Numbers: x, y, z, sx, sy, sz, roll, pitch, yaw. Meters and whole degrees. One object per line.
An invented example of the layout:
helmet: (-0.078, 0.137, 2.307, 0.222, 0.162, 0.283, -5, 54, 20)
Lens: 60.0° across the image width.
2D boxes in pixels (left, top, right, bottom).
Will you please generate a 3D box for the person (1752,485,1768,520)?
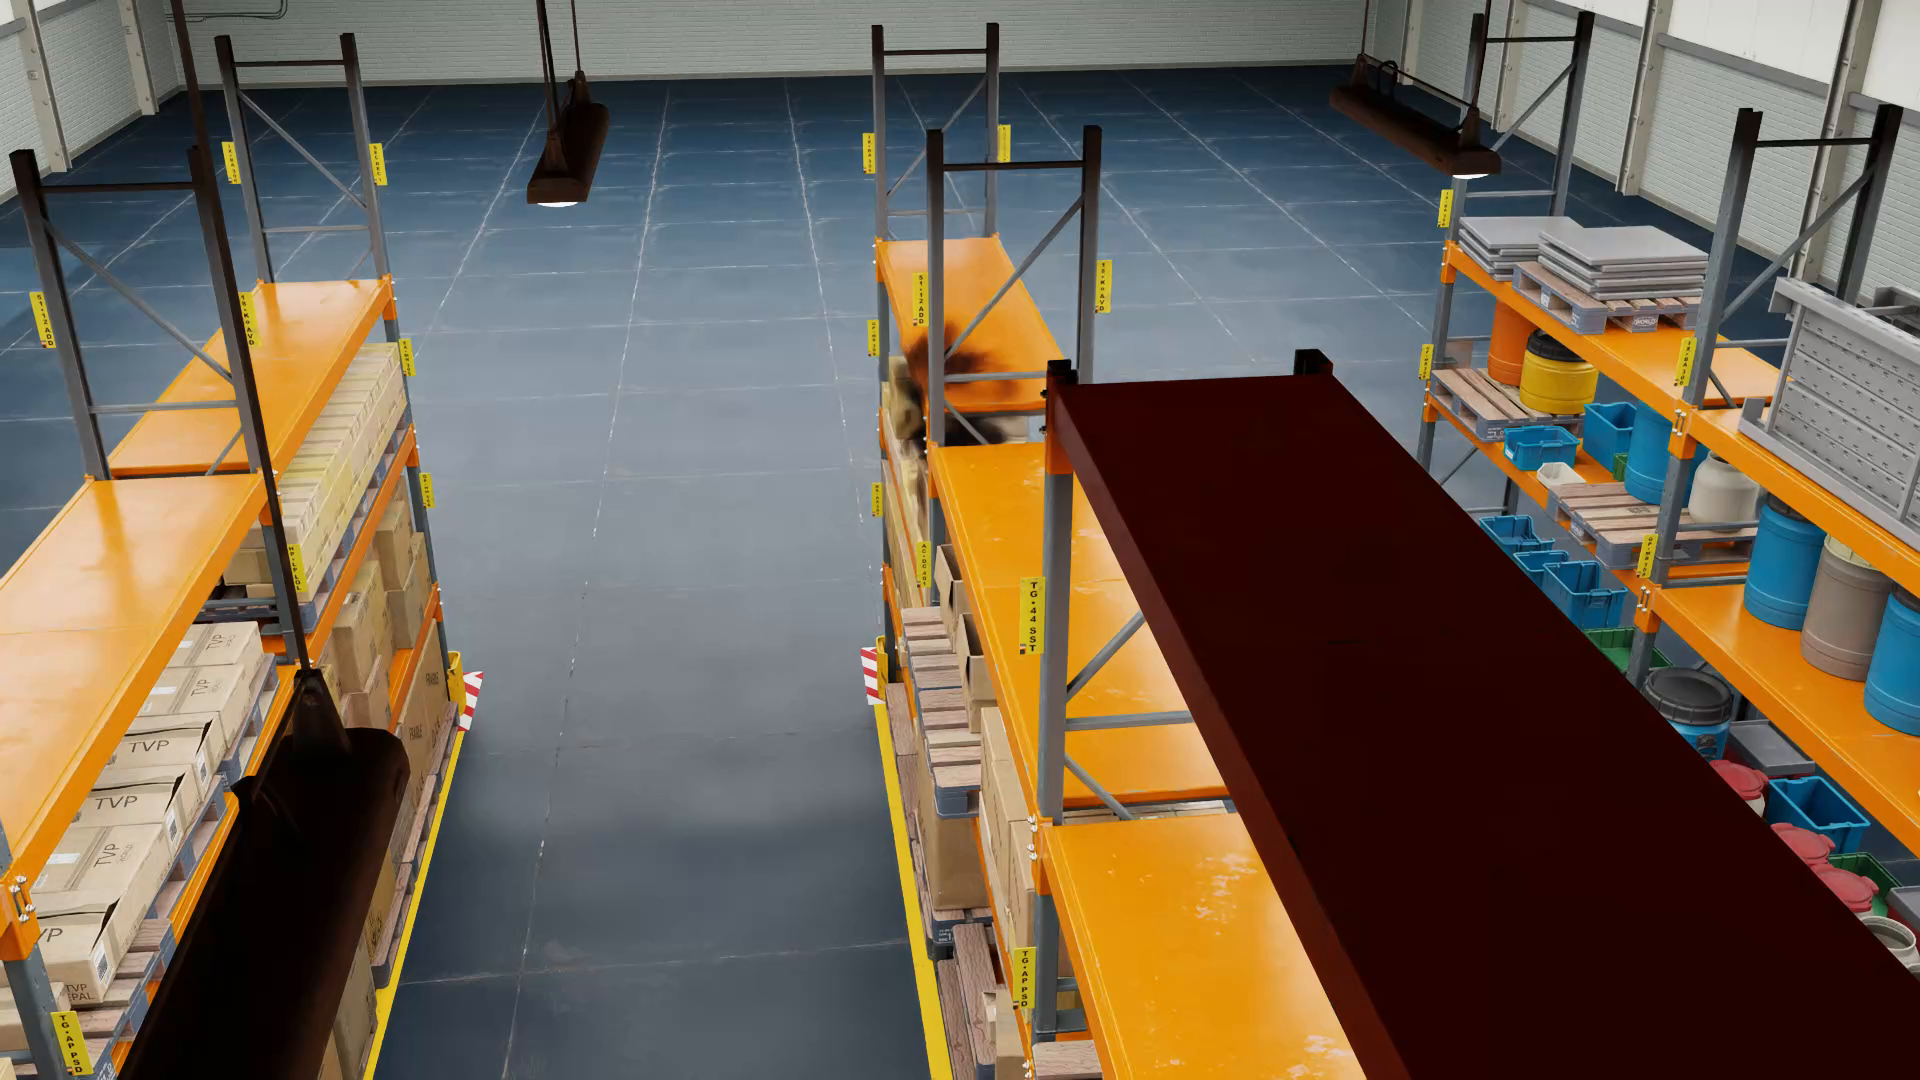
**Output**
person: (8.793, -0.653, 17.920, 0.863, 1.726, 0.625, 11, 28, 23)
